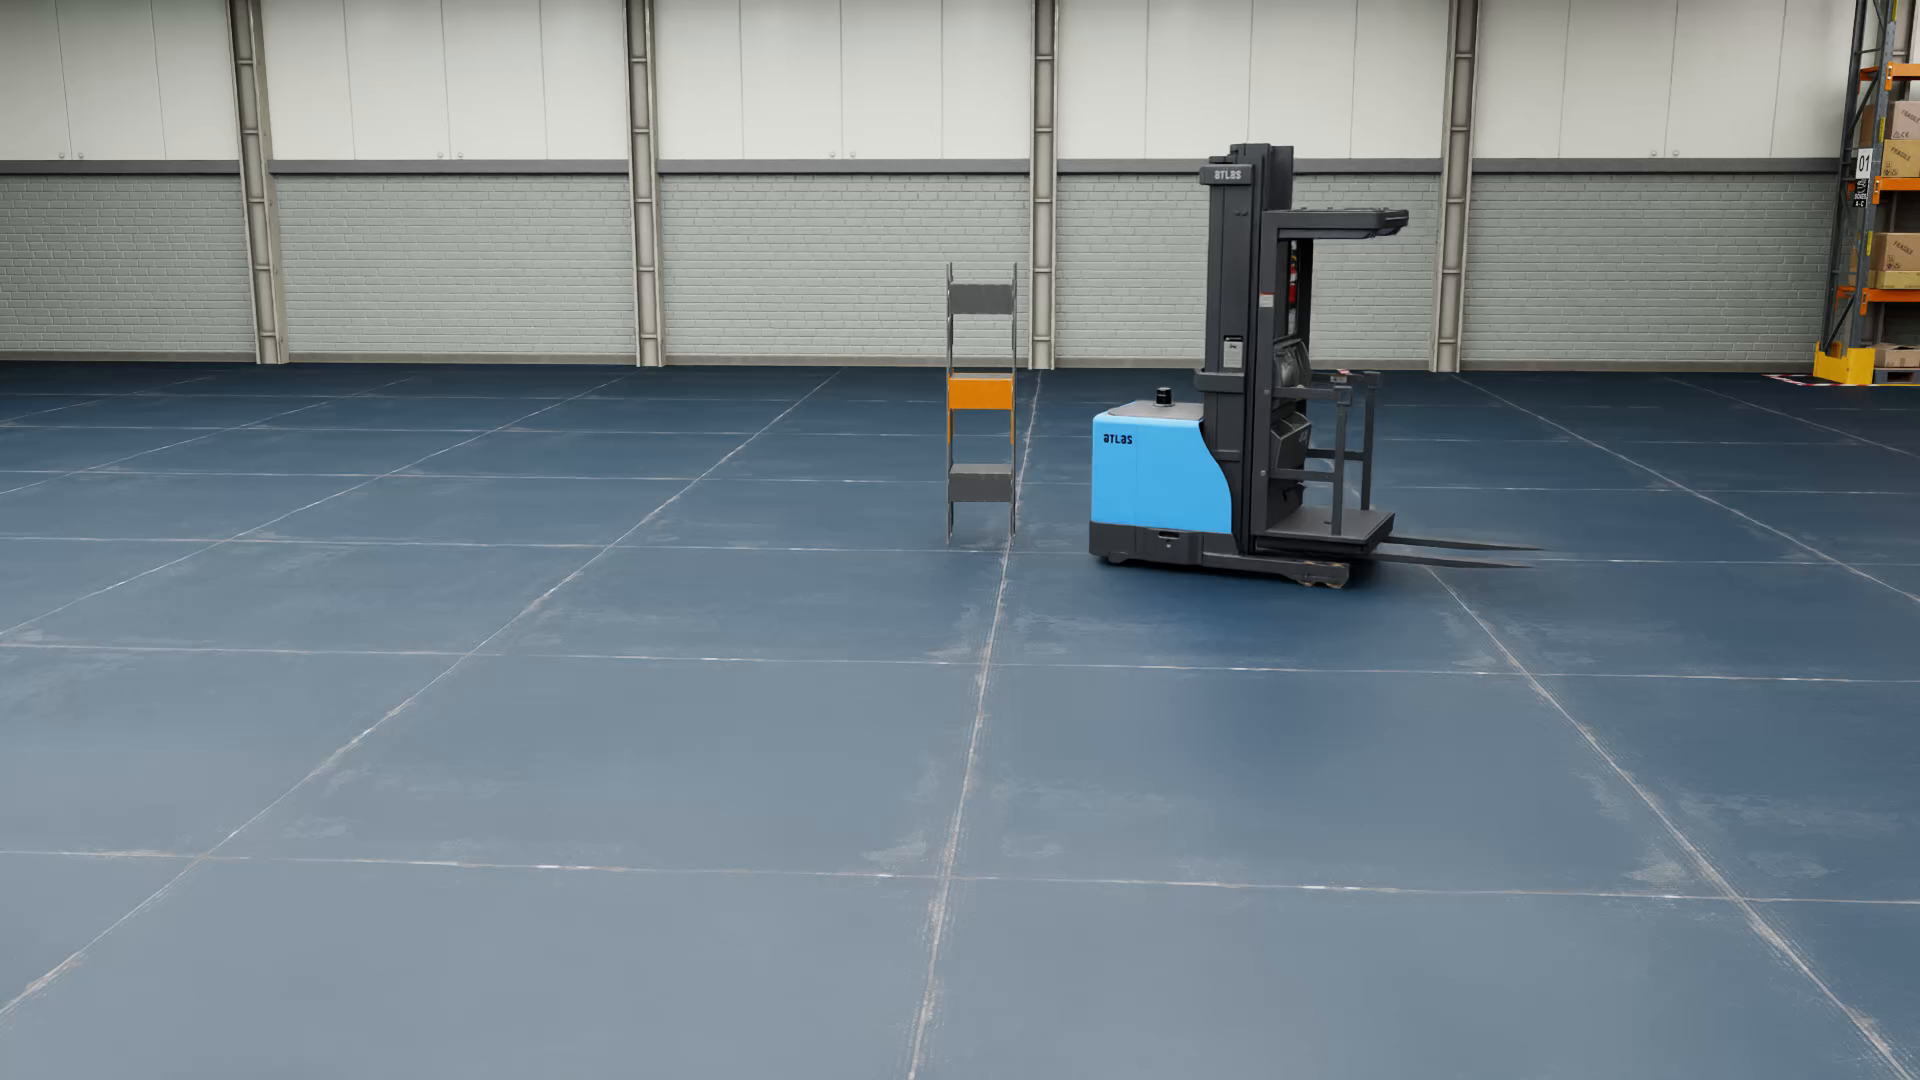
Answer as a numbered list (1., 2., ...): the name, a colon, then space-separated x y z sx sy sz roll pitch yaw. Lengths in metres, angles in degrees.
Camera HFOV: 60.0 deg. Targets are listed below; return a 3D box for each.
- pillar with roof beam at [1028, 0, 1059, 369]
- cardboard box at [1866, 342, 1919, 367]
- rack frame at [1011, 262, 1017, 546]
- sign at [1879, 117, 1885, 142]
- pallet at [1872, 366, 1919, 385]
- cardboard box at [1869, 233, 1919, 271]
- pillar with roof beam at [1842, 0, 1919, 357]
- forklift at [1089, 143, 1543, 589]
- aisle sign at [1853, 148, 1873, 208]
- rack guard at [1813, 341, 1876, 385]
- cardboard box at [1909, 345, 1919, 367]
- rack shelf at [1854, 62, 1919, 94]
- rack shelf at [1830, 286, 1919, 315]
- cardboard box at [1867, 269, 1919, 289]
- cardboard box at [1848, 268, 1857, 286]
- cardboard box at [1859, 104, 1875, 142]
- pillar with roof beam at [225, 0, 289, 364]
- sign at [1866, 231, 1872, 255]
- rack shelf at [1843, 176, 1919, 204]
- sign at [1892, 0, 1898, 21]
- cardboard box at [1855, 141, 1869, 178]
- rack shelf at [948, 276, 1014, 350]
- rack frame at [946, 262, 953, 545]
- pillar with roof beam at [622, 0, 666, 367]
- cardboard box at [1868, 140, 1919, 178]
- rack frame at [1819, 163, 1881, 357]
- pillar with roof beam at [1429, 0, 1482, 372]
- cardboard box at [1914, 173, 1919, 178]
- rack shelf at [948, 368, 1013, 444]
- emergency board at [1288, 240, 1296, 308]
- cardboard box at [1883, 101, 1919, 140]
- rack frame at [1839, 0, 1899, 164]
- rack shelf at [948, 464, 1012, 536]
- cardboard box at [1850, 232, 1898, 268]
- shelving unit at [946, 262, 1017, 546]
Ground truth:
1. pillar with roof beam: 0.949 -6.130 20.094 0.400 9.000 9.100 1 12 4
2. cardboard box: 13.137 -2.613 23.426 0.500 0.311 0.500 -1 12 -3
3. rack frame: 0.409 -1.022 12.526 0.015 2.100 0.400 1 12 4
4. sign: 12.417 -5.527 22.402 0.005 0.325 0.100 1 12 4
5. pallet: 13.337 -2.357 23.521 1.213 0.211 1.003 1 12 4
6. cardboard box: 12.909 -3.977 22.940 0.500 0.500 0.500 1 12 4
7. pillar with roof beam: 12.922 -5.966 19.309 0.400 9.000 9.100 1 12 4
8. forklift: 2.489 -1.231 11.493 3.031 2.935 1.130 5 13 24
9. aisle sign: 12.361 -4.954 22.774 0.004 0.787 0.394 1 12 4
10. rack guard: 12.529 -2.517 23.580 0.348 0.500 1.175 1 12 4
11. cardboard box: 13.706 -2.605 23.388 0.500 0.311 0.500 2 12 8
12. rack shelf: 14.449 -6.297 22.658 4.000 0.370 1.077 1 12 4
13. rack shelf: 14.449 -3.362 23.271 4.000 0.370 1.077 1 12 4
14. cardboard box: 12.919 -3.606 23.000 0.500 0.250 0.500 0 12 2
15. cardboard box: 12.933 -3.711 23.501 0.500 0.250 0.500 1 12 5
16. cardboard box: 12.901 -5.805 23.134 0.500 0.500 0.500 1 12 6
17. pillar with roof beam: -11.025 -6.294 20.879 0.400 9.000 9.100 1 12 4
18. sign: 12.417 -4.054 22.710 0.005 0.325 0.100 1 12 4
19. rack shelf: 14.449 -4.830 22.964 4.000 0.370 1.077 1 12 4
20. sign: 12.417 -7.063 22.081 0.005 0.325 0.100 1 12 4
21. cardboard box: 12.886 -5.314 23.229 0.500 0.500 0.500 2 12 8
22. rack shelf: 0.165 -1.697 12.402 0.480 0.518 0.431 1 12 4
23. rack frame: -0.078 -1.029 12.558 0.015 2.100 0.400 1 12 4
24. pillar with roof beam: -5.038 -6.212 20.486 0.400 9.000 9.100 1 12 4
25. cardboard box: 12.770 -5.213 22.743 0.500 0.500 0.500 1 12 5
26. rack frame: 12.453 -3.742 23.329 0.127 3.000 1.000 1 12 4
27. pillar with roof beam: 6.935 -6.048 19.701 0.400 9.000 9.100 1 12 4
28. cardboard box: 13.304 -5.198 22.673 0.500 0.500 0.500 2 12 8
29. rack shelf: 0.165 -1.012 12.545 0.480 0.518 0.431 1 12 4
30. emergency board: 4.760 -4.032 24.719 0.643 1.169 0.194 1 12 4
31. cardboard box: 12.821 -5.703 22.644 0.500 0.500 0.500 0 12 0
32. rack frame: 12.453 -6.678 22.714 0.127 3.000 1.000 1 12 4
33. rack shelf: 0.165 -0.327 12.688 0.480 0.518 0.431 1 12 4
34. cardboard box: 12.938 -4.082 23.442 0.500 0.500 0.500 1 12 3
35. shelving unit: 0.165 -1.025 12.542 0.503 2.100 0.431 1 12 4
